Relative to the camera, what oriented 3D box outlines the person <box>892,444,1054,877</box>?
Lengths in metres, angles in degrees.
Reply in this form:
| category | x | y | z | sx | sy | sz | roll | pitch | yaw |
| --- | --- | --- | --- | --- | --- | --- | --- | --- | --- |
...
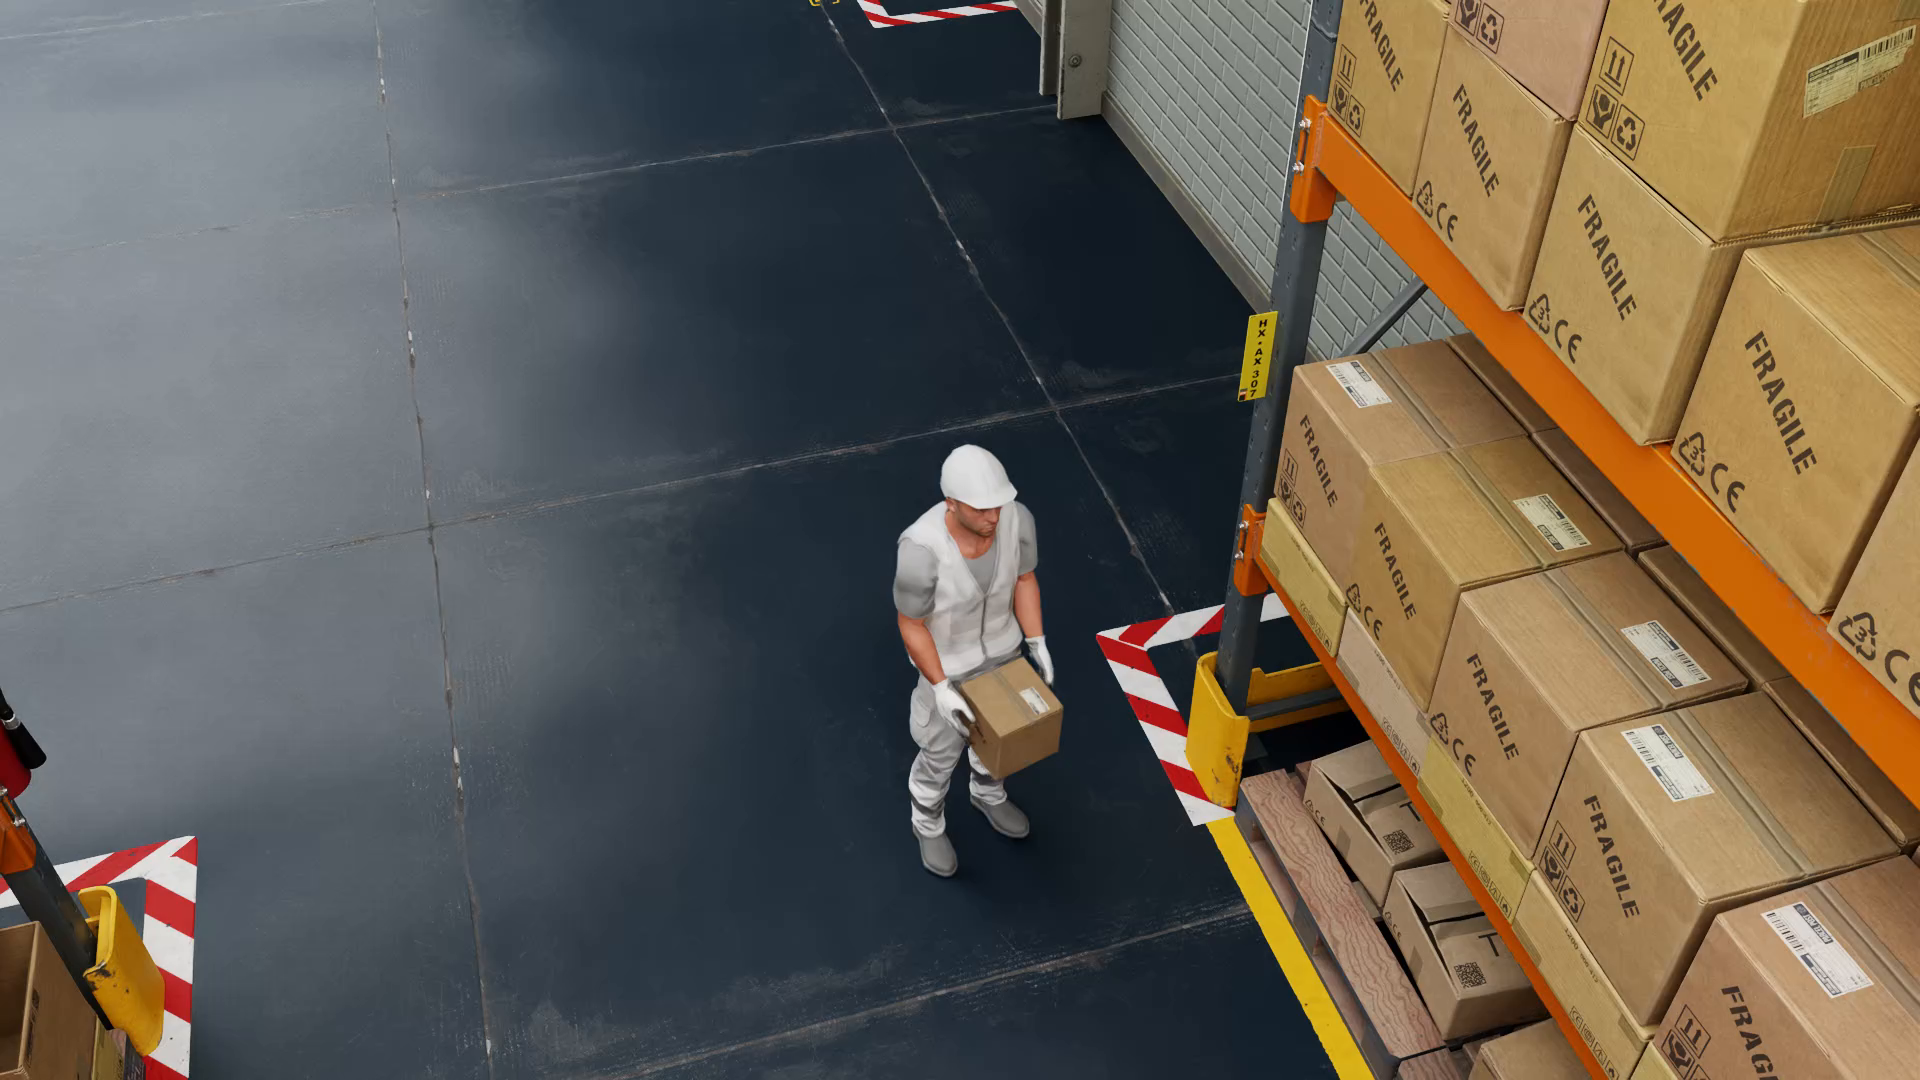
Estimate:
| category | x | y | z | sx | sy | sz | roll | pitch | yaw |
| --- | --- | --- | --- | --- | --- | --- | --- | --- | --- |
| person | 0.053 | 0.415 | 5.676 | 0.535 | 1.792 | 0.462 | -22 | 46 | -23 |
